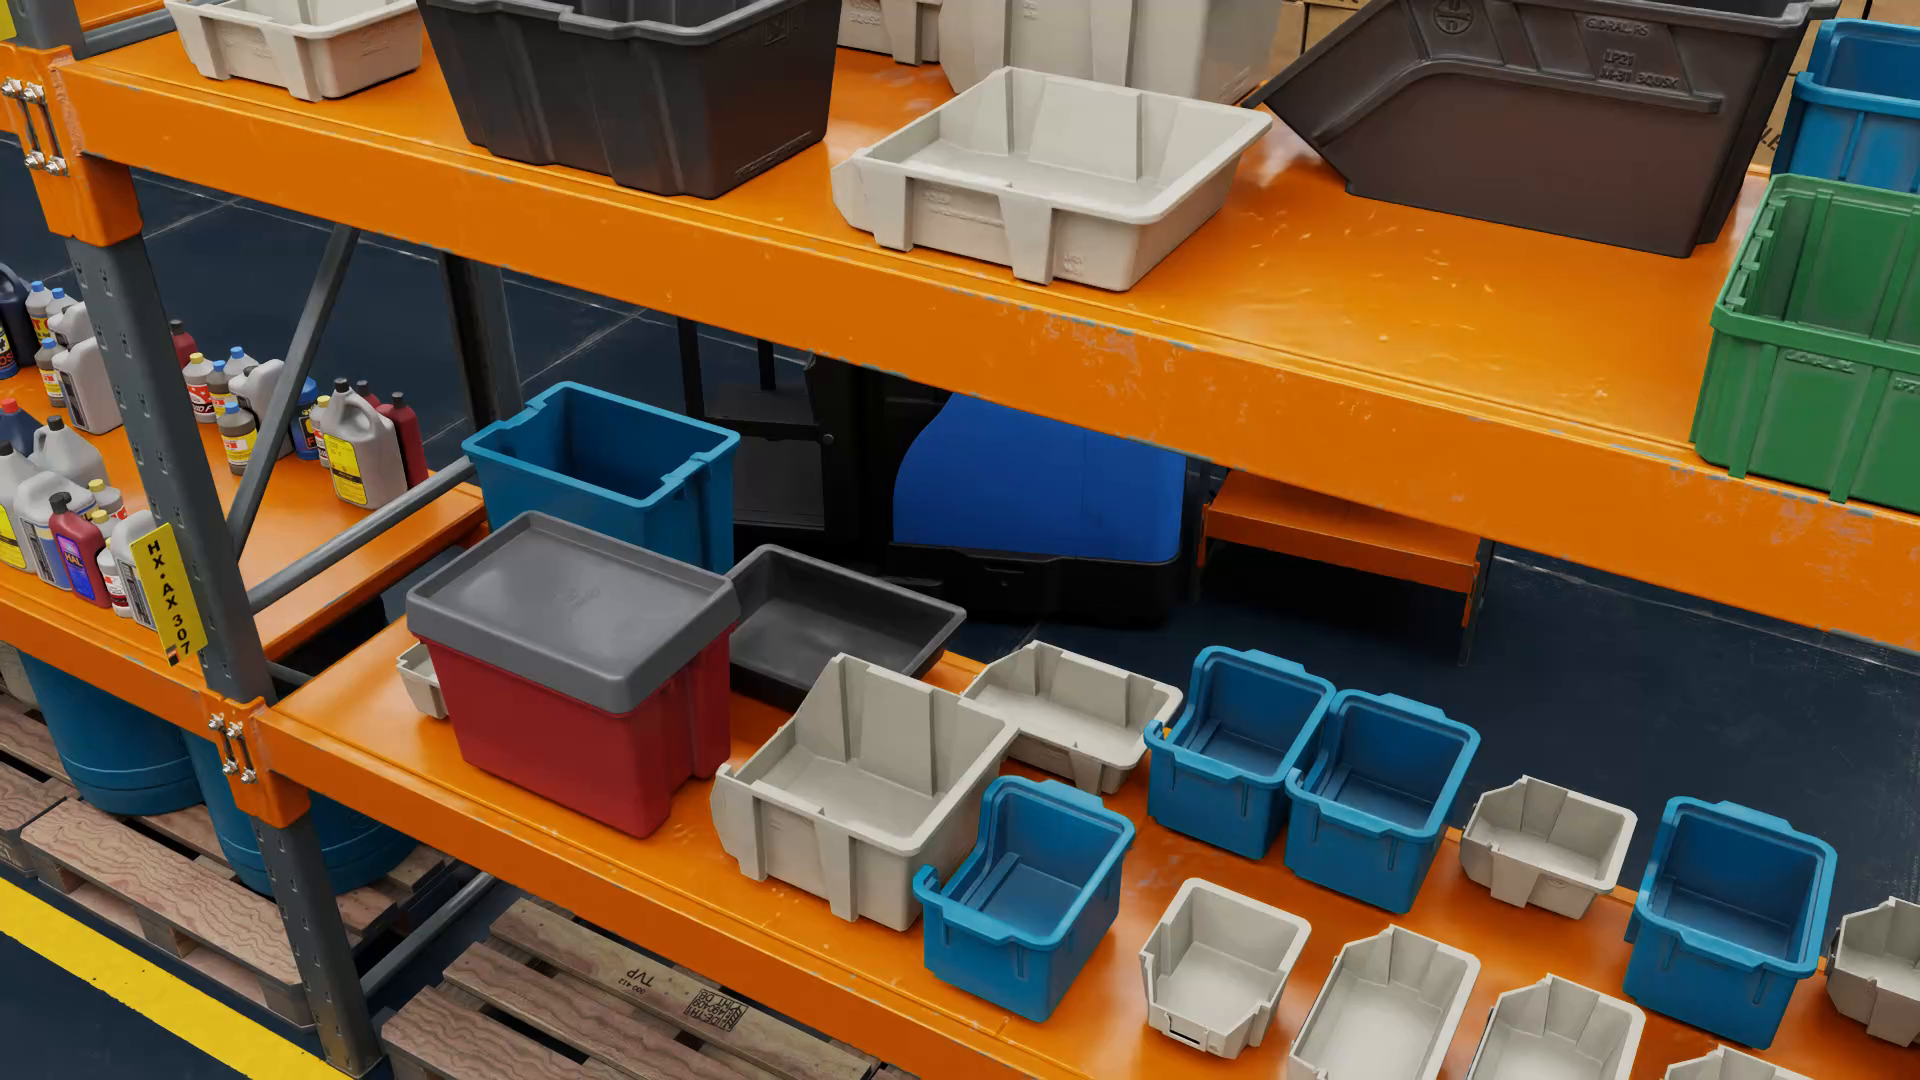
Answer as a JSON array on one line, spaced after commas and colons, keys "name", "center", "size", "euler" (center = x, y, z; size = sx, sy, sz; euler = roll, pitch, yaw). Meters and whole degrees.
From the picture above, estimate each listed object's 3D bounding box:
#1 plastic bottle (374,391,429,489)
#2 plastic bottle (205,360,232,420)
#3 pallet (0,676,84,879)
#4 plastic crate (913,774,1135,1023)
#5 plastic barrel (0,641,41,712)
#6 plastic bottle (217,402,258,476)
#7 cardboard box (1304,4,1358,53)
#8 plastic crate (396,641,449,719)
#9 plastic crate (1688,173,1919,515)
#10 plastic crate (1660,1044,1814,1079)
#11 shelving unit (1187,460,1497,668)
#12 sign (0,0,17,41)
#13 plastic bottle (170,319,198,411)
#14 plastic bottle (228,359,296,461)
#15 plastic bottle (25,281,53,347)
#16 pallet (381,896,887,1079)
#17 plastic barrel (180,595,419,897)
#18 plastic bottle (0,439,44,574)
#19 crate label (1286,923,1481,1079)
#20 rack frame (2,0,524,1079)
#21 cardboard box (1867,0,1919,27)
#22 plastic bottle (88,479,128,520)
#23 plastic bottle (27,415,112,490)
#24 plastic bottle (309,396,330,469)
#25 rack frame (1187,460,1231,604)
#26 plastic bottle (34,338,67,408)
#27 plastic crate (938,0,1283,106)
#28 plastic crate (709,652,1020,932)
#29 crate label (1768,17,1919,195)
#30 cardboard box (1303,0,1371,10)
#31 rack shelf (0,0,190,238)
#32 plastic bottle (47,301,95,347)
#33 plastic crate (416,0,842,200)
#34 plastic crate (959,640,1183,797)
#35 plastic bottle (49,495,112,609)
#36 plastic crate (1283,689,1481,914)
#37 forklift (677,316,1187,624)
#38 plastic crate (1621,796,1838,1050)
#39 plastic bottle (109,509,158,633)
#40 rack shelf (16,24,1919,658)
[{"name": "plastic bottle", "center": [-1.548, -0.285, 4.577], "size": [0.133, 0.283, 0.061], "euler": [18, 37, 24]}, {"name": "plastic bottle", "center": [-2.144, -0.428, 4.865], "size": [0.097, 0.201, 0.097], "euler": [0, 34, 0]}, {"name": "pallet", "center": [-3.154, 0.566, 5.710], "size": [1.213, 0.211, 1.003], "euler": [18, 37, 24]}, {"name": "plastic crate", "center": [0.121, 0.676, 3.125], "size": [0.300, 0.233, 0.416], "euler": [18, 37, 24]}, {"name": "plastic barrel", "center": [-2.966, 0.283, 5.485], "size": [0.421, 0.512, 0.421], "euler": [0, 34, 0]}, {"name": "plastic bottle", "center": [-2.018, -0.291, 4.660], "size": [0.097, 0.201, 0.097], "euler": [0, 34, 0]}, {"name": "cardboard box", "center": [1.773, -2.041, 7.019], "size": [0.500, 0.500, 0.500], "euler": [18, 38, 25]}, {"name": "plastic crate", "center": [-1.108, 0.254, 3.846], "size": [0.243, 0.136, 0.396], "euler": [18, 37, 24]}, {"name": "plastic crate", "center": [1.033, -0.221, 1.861], "size": [0.336, 0.188, 0.450], "euler": [18, 37, 24]}, {"name": "plastic crate", "center": [1.234, 1.020, 2.695], "size": [0.243, 0.136, 0.396], "euler": [18, 37, 24]}, {"name": "shelving unit", "center": [1.454, -0.243, 6.100], "size": [1.048, 1.125, 0.538], "euler": [13, 36, 19]}, {"name": "sign", "center": [-1.716, -1.015, 2.854], "size": [0.005, 0.325, 0.100], "euler": [18, 37, 24]}, {"name": "plastic bottle", "center": [-2.319, -0.529, 4.944], "size": [0.133, 0.283, 0.061], "euler": [18, 37, 24]}, {"name": "plastic bottle", "center": [-1.972, -0.387, 4.737], "size": [0.135, 0.276, 0.152], "euler": [18, 37, 24]}, {"name": "plastic bottle", "center": [-2.831, -0.675, 5.173], "size": [0.097, 0.271, 0.097], "euler": [0, 34, 0]}, {"name": "pallet", "center": [-0.784, 1.317, 4.582], "size": [1.213, 0.211, 1.003], "euler": [18, 37, 24]}, {"name": "plastic barrel", "center": [-1.905, 0.513, 4.787], "size": [0.708, 0.901, 0.600], "euler": [18, 37, 24]}, {"name": "plastic bottle", "center": [-2.402, -0.102, 4.242], "size": [0.185, 0.351, 0.144], "euler": [18, 37, 24]}, {"name": "crate label", "center": [0.735, 0.869, 2.923], "size": [0.243, 0.136, 0.396], "euler": [18, 37, 24]}, {"name": "rack frame", "center": [-1.441, -0.027, 4.085], "size": [0.127, 3.000, 1.000], "euler": [18, 37, 24]}, {"name": "cardboard box", "center": [3.531, -1.896, 5.899], "size": [0.500, 0.500, 0.500], "euler": [19, 38, 26]}, {"name": "plastic bottle", "center": [-2.215, -0.063, 4.318], "size": [0.097, 0.201, 0.097], "euler": [0, 34, 0]}, {"name": "plastic bottle", "center": [-2.330, -0.172, 4.346], "size": [0.185, 0.351, 0.144], "euler": [18, 37, 24]}, {"name": "plastic bottle", "center": [-1.773, -0.310, 4.689], "size": [0.097, 0.201, 0.097], "euler": [0, 34, 0]}, {"name": "rack frame", "center": [0.985, -0.352, 6.264], "size": [0.032, 1.125, 0.500], "euler": [13, 36, 19]}, {"name": "plastic bottle", "center": [-2.705, -0.509, 4.987], "size": [0.097, 0.201, 0.097], "euler": [0, 34, 0]}, {"name": "plastic crate", "center": [0.260, -0.885, 2.773], "size": [0.530, 0.282, 0.437], "euler": [18, 37, 24]}, {"name": "plastic crate", "center": [-0.207, 0.506, 3.337], "size": [0.530, 0.282, 0.437], "euler": [18, 37, 24]}, {"name": "crate label", "center": [1.391, -0.523, 2.257], "size": [0.502, 0.251, 0.408], "euler": [18, 37, 24]}, {"name": "cardboard box", "center": [1.737, -2.461, 6.747], "size": [0.500, 0.500, 0.500], "euler": [16, 37, 23]}, {"name": "rack shelf", "center": [-3.178, -1.526, 4.279], "size": [4.000, 0.370, 1.077], "euler": [18, 37, 24]}, {"name": "plastic bottle", "center": [-2.660, -0.605, 5.064], "size": [0.135, 0.276, 0.152], "euler": [18, 37, 24]}, {"name": "plastic crate", "center": [-0.499, -0.748, 2.578], "size": [0.590, 0.269, 0.497], "euler": [18, 37, 24]}, {"name": "plastic crate", "center": [0.220, 0.392, 3.639], "size": [0.466, 0.136, 0.293], "euler": [18, 37, 24]}, {"name": "plastic bottle", "center": [-2.167, 0.027, 4.109], "size": [0.133, 0.283, 0.061], "euler": [18, 37, 24]}, {"name": "plastic crate", "center": [0.837, 0.529, 3.346], "size": [0.300, 0.233, 0.416], "euler": [18, 37, 24]}, {"name": "forklift", "center": [-0.623, -1.270, 6.013], "size": [3.031, 2.935, 1.130], "euler": [5, 34, 7]}, {"name": "plastic crate", "center": [1.409, 0.710, 3.074], "size": [0.300, 0.233, 0.416], "euler": [18, 37, 24]}, {"name": "plastic bottle", "center": [-1.944, 0.071, 4.048], "size": [0.135, 0.276, 0.152], "euler": [18, 37, 24]}, {"name": "rack shelf", "center": [0.295, -0.426, 2.627], "size": [4.000, 0.370, 1.077], "euler": [18, 37, 24]}]
